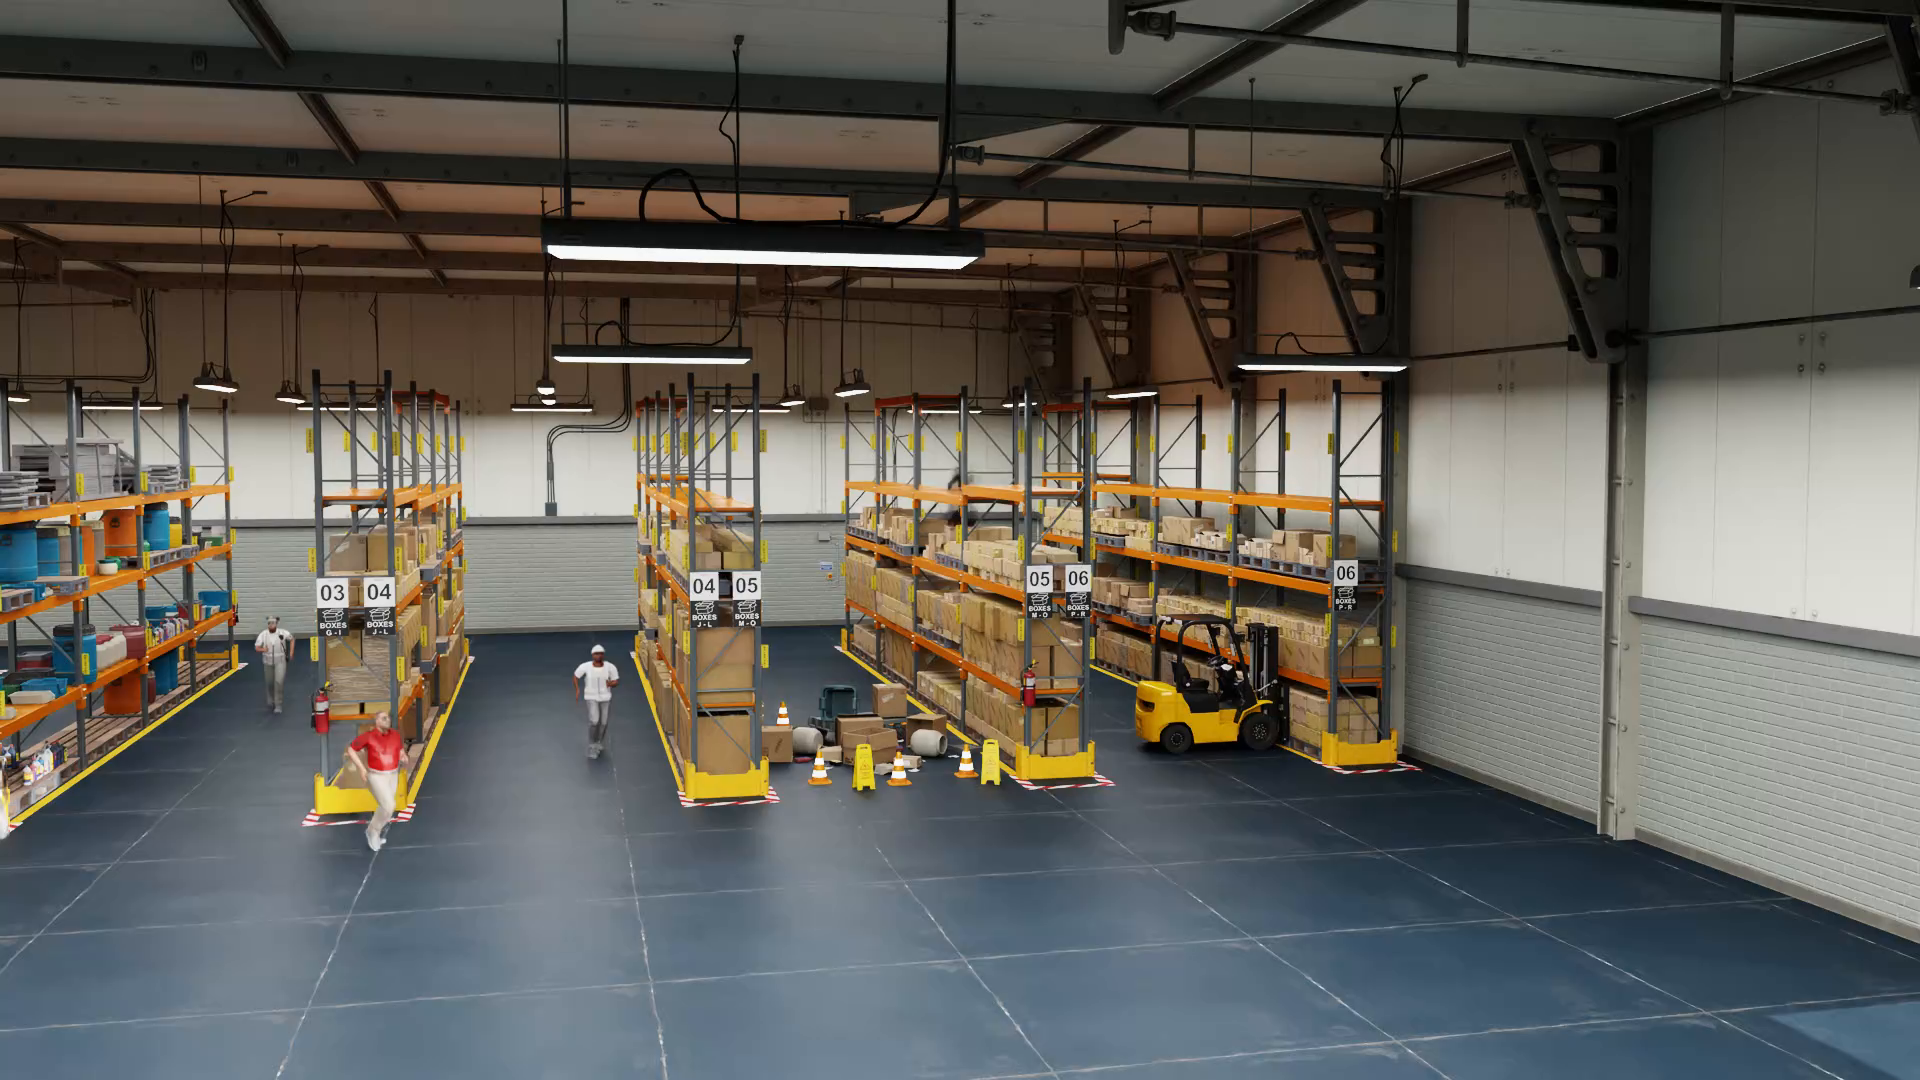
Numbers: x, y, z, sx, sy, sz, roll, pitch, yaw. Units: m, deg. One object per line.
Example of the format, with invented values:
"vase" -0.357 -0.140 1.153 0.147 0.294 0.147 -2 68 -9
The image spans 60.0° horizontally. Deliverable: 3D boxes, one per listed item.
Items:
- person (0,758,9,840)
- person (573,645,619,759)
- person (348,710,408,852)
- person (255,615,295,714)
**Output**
"person" -11.427 3.062 19.521 0.588 1.672 0.614 2 4 26
"person" -5.797 2.588 26.627 0.676 1.820 0.750 -2 4 -25
"person" -7.119 2.965 20.546 0.708 1.728 0.641 2 4 30
"person" -12.885 2.311 31.289 0.671 1.825 0.964 -1 3 -14
